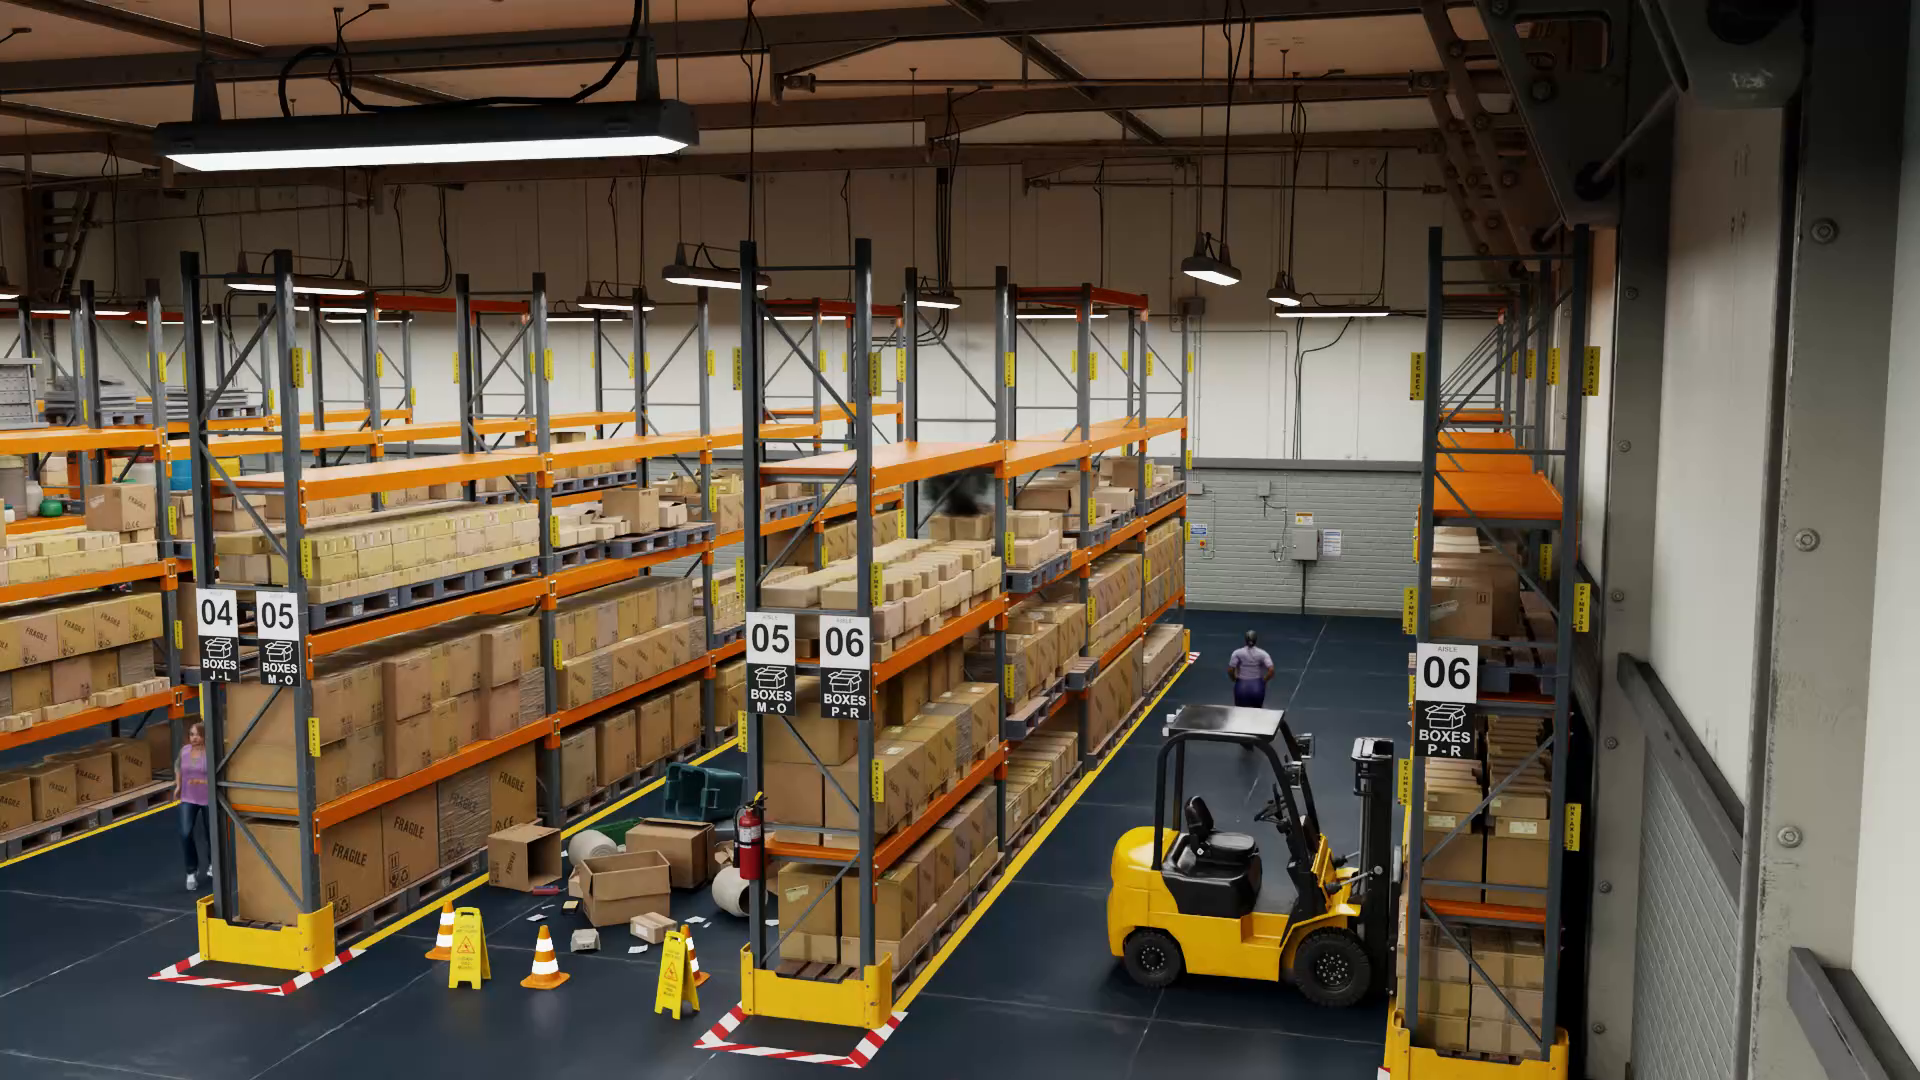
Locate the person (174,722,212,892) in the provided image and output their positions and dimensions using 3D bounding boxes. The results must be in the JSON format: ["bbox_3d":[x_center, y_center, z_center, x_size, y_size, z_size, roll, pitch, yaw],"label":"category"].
[{"bbox_3d":[-7.387,2.575,16.143,0.503,1.623,0.694,-1,7,-13],"label":"person"}]

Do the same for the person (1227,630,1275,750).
[{"bbox_3d":[3.762,1.973,21.561,0.608,1.624,0.694,1,6,6],"label":"person"}]
